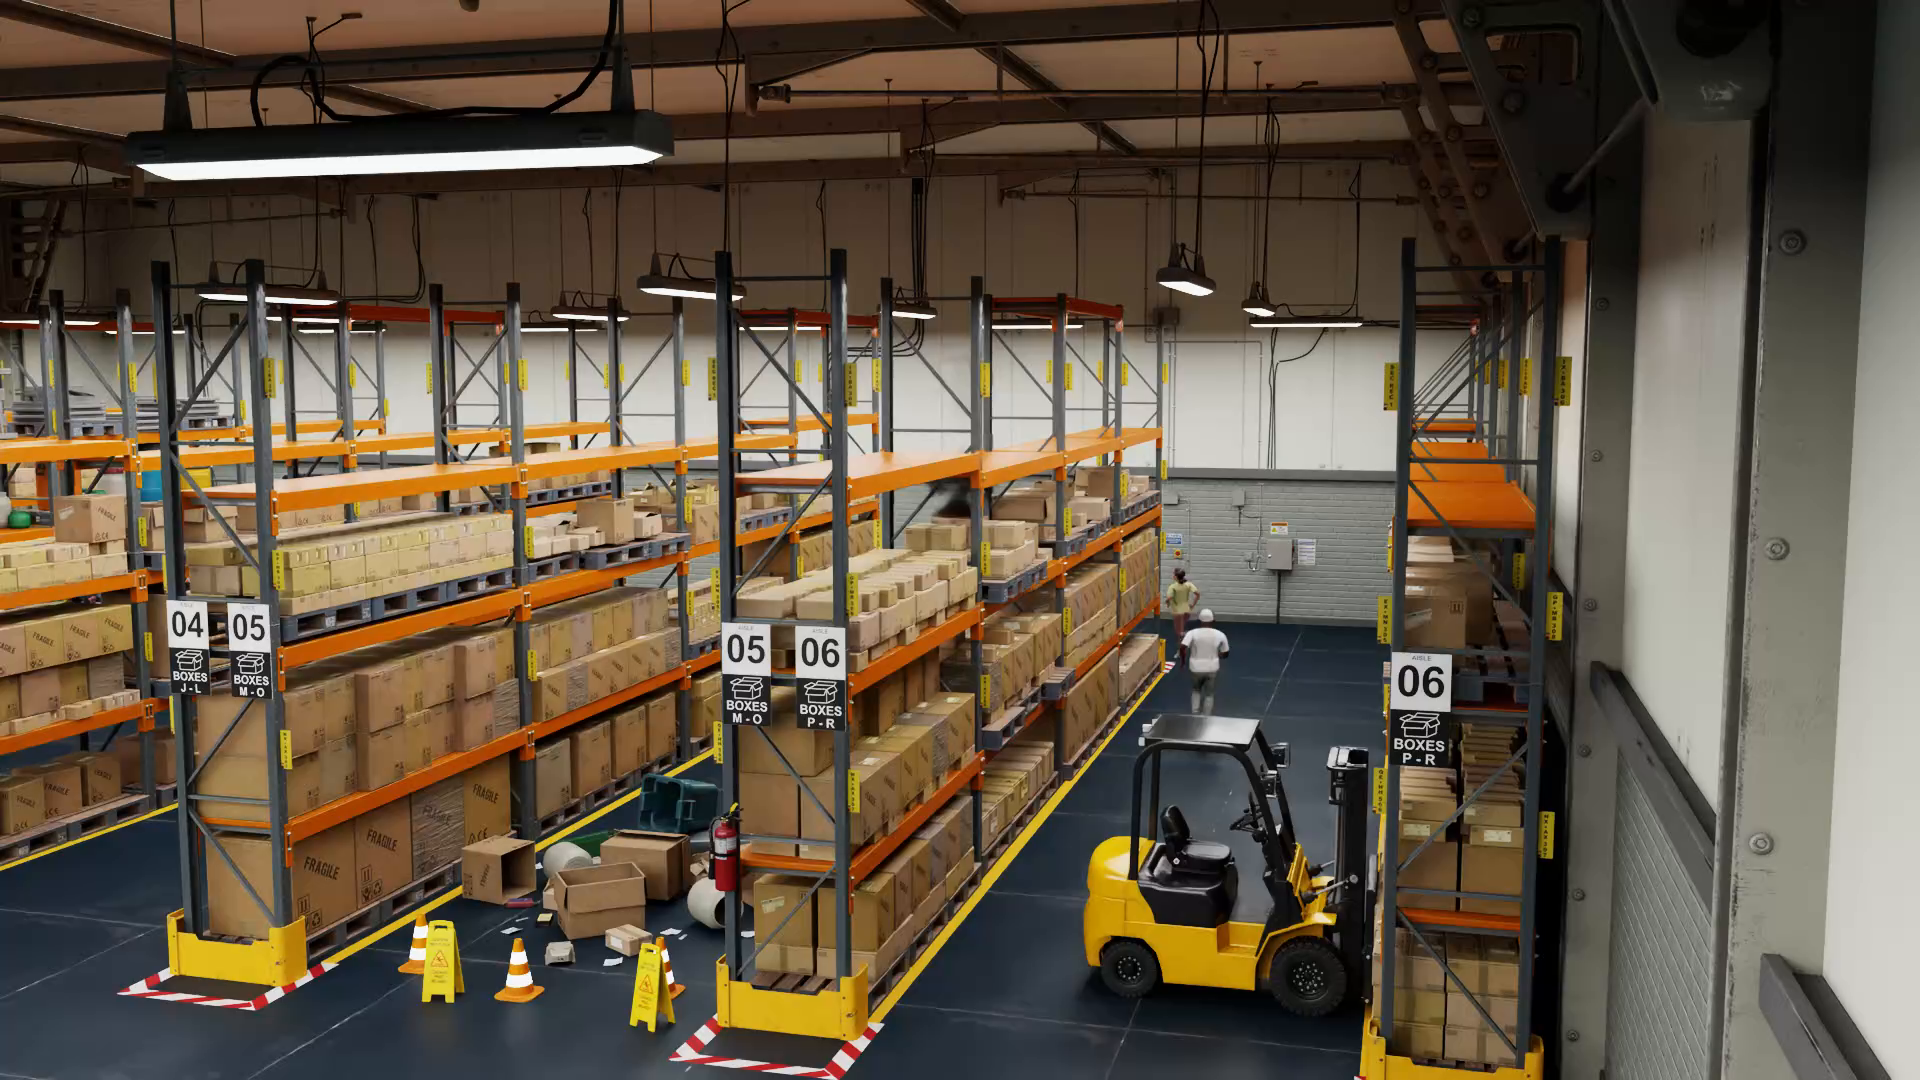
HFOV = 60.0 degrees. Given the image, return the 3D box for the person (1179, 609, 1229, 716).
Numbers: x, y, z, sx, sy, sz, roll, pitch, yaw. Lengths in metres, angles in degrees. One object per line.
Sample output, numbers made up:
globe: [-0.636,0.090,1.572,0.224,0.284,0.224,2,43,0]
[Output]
person: [3.440,1.815,23.459,0.685,1.725,0.623,1,6,9]

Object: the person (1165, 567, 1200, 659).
person: [3.842,1.301,28.903,0.604,1.663,0.789,-3,7,-28]
